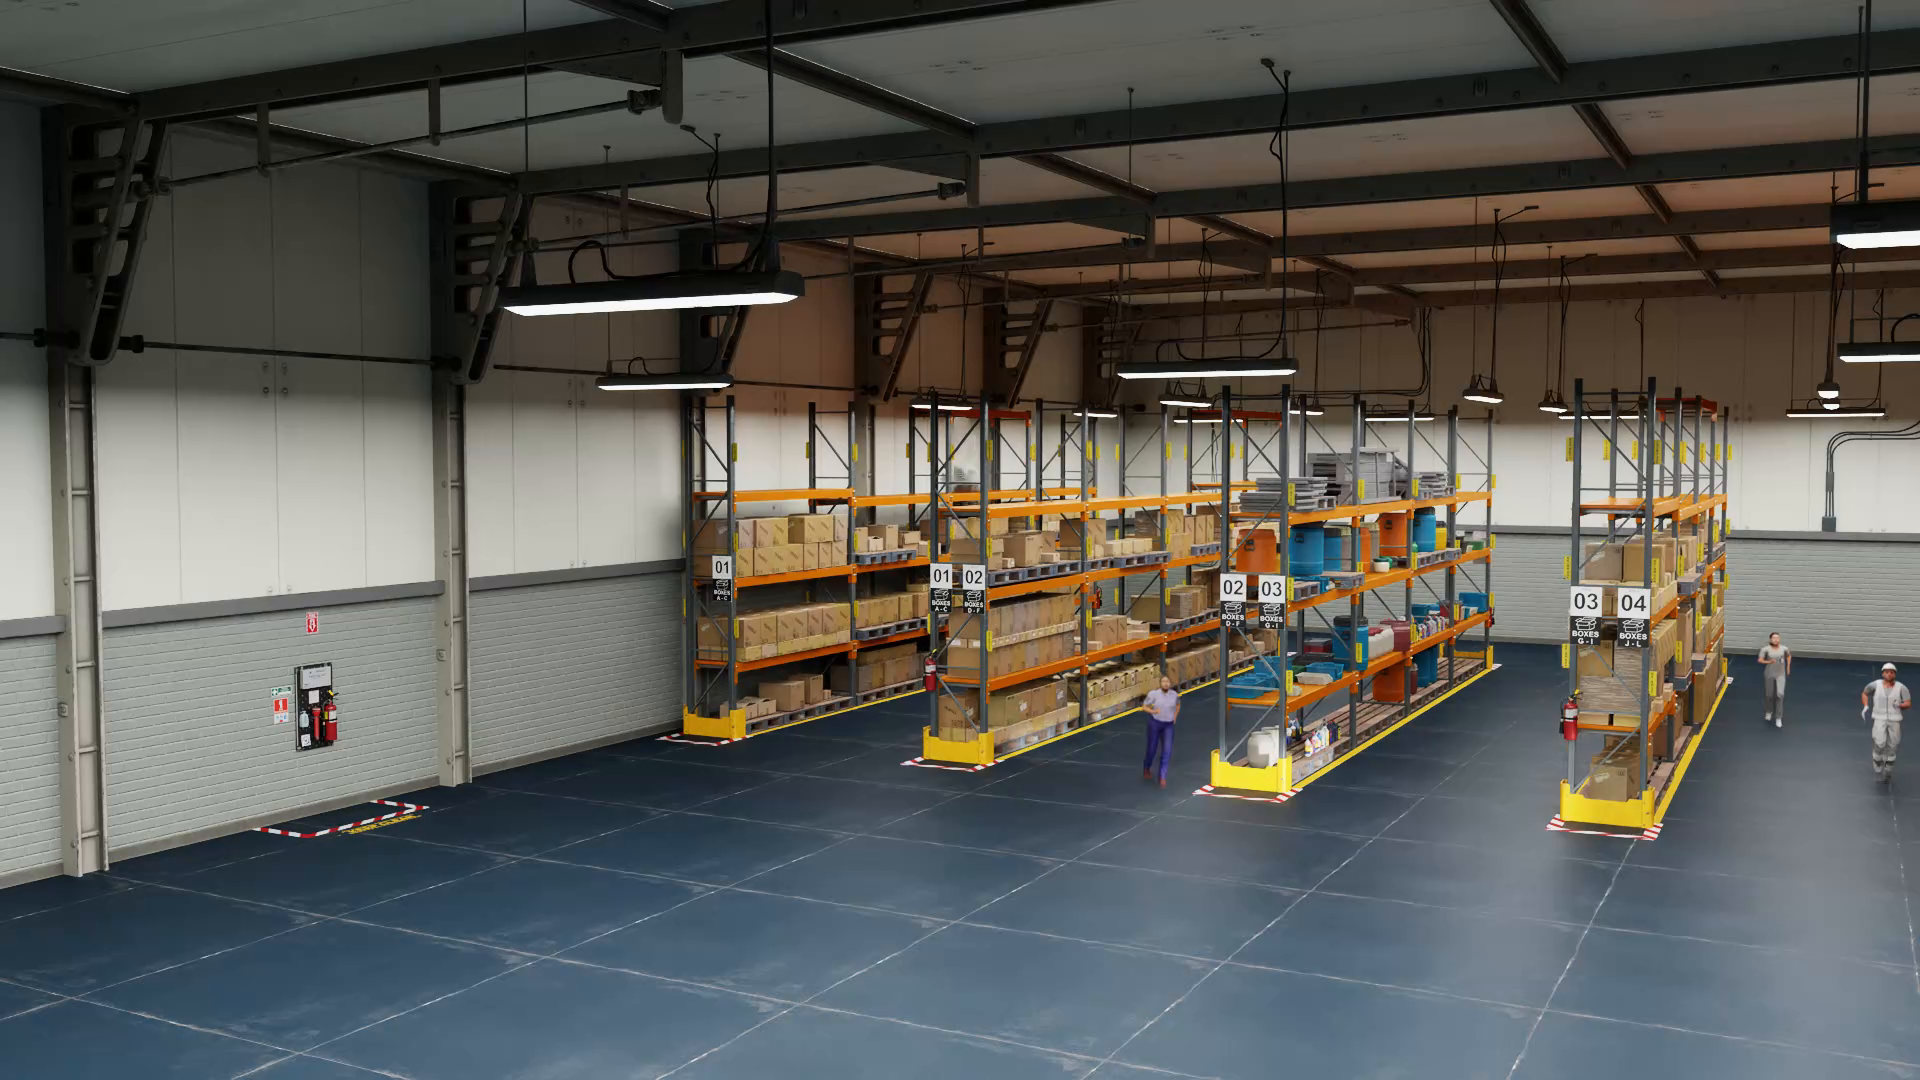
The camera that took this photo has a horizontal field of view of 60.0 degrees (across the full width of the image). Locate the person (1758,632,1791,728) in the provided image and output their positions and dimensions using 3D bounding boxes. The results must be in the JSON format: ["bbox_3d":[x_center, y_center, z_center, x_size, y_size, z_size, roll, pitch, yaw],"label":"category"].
[{"bbox_3d":[14.990,2.542,30.623,0.566,1.721,0.831,1,3,22],"label":"person"}]

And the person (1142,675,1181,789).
[{"bbox_3d":[3.052,2.864,25.134,0.613,1.680,0.844,0,3,-2],"label":"person"}]

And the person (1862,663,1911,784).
[{"bbox_3d":[14.063,2.781,25.245,0.644,1.830,0.752,1,3,23],"label":"person"}]
